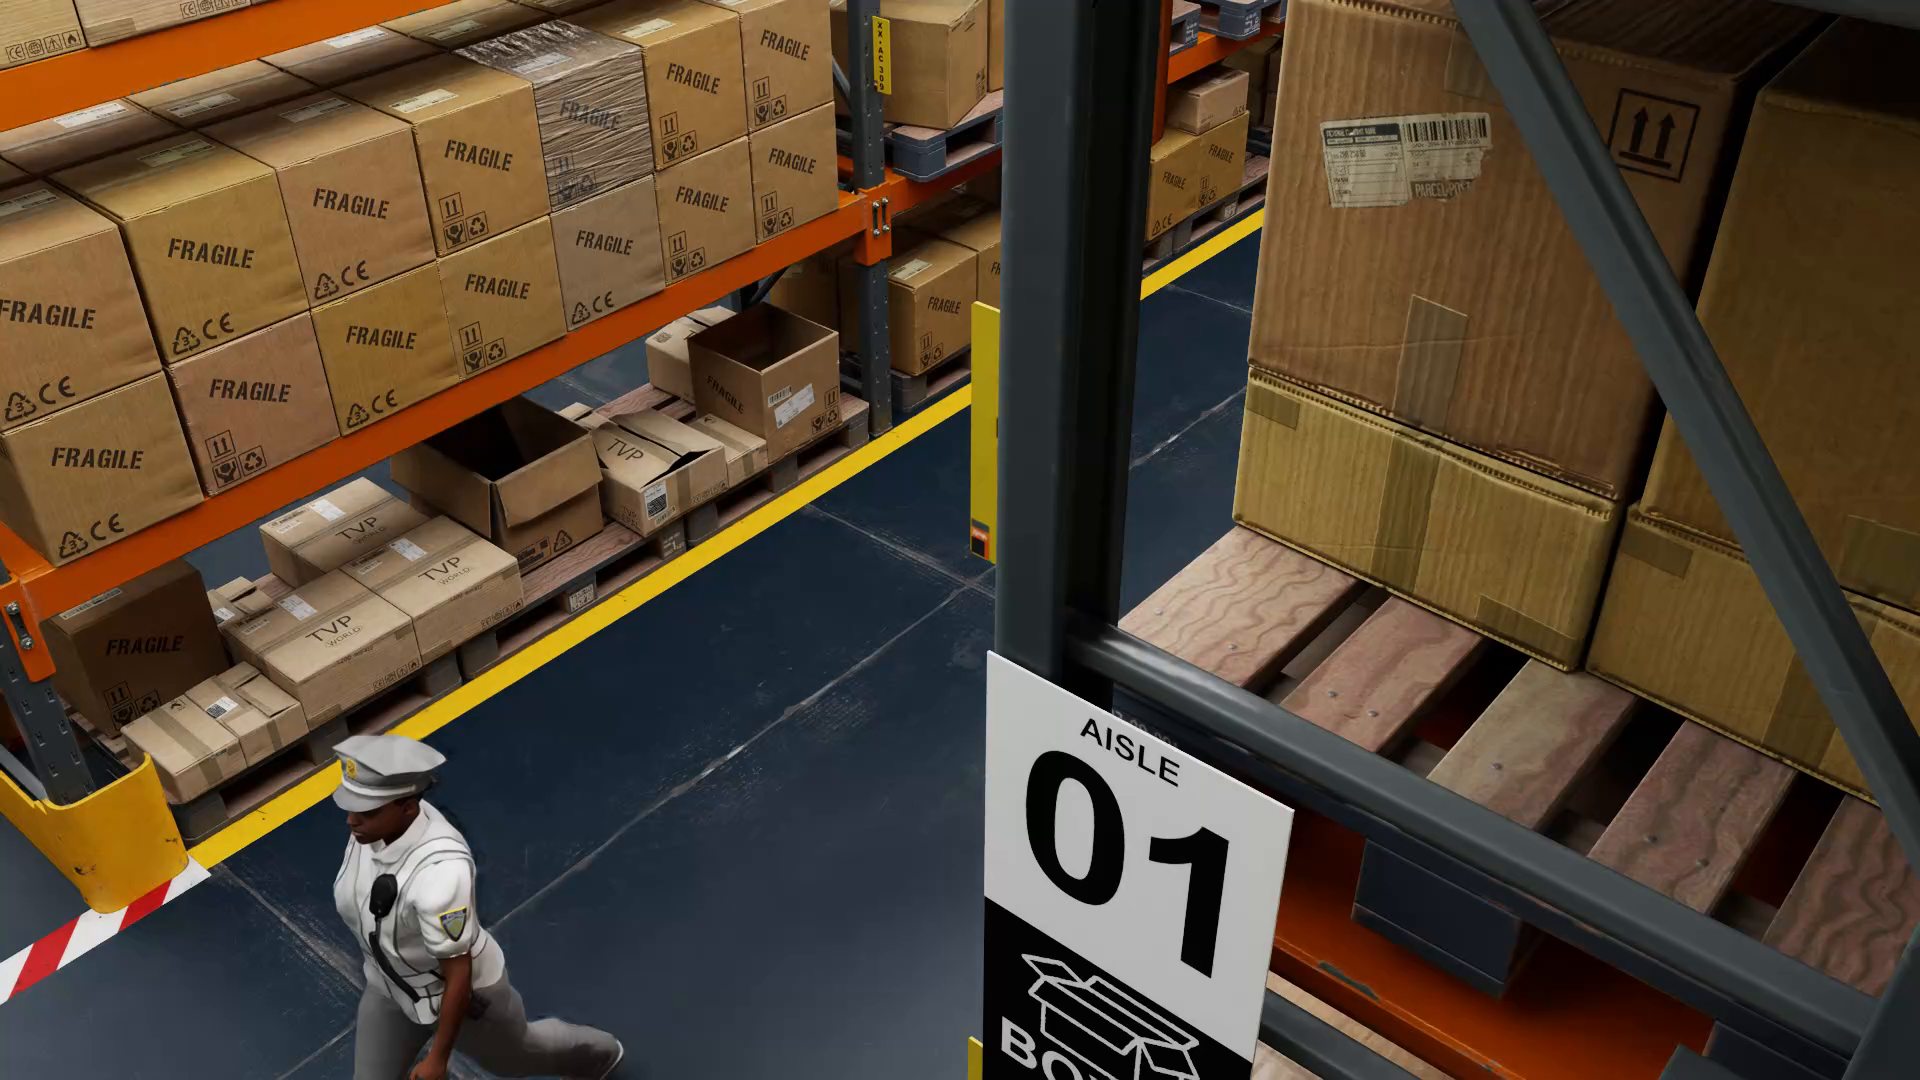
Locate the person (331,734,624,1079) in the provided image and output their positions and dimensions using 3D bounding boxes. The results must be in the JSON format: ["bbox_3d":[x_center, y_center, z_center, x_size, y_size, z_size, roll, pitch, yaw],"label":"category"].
[{"bbox_3d":[-1.409,1.179,4.443,0.480,1.640,1.006,25,42,31],"label":"person"}]
